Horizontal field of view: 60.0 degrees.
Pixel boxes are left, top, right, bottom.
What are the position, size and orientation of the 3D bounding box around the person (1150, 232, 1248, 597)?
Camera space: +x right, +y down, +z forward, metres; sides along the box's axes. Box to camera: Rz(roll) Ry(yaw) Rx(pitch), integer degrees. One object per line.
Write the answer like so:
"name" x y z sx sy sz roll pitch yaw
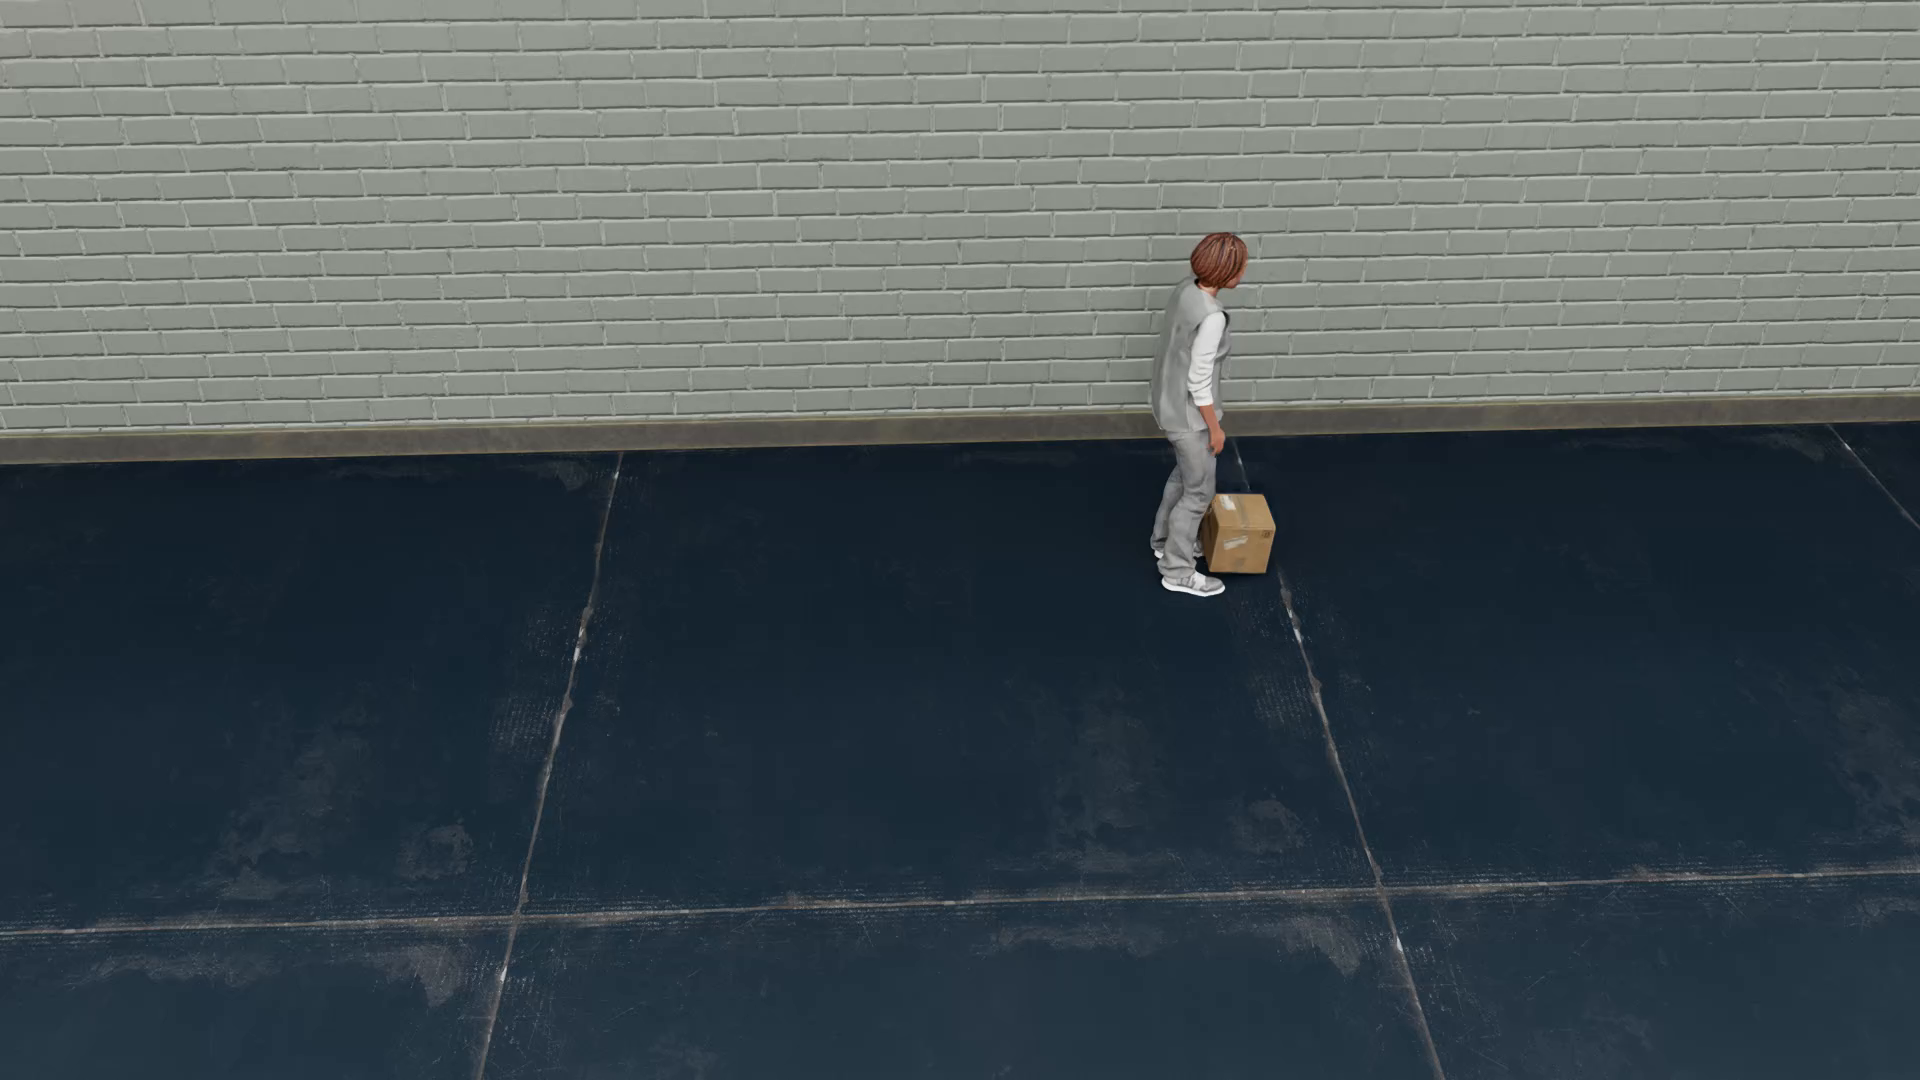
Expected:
"person" 0.967 -0.525 6.885 0.345 1.594 0.459 -3 36 -4
